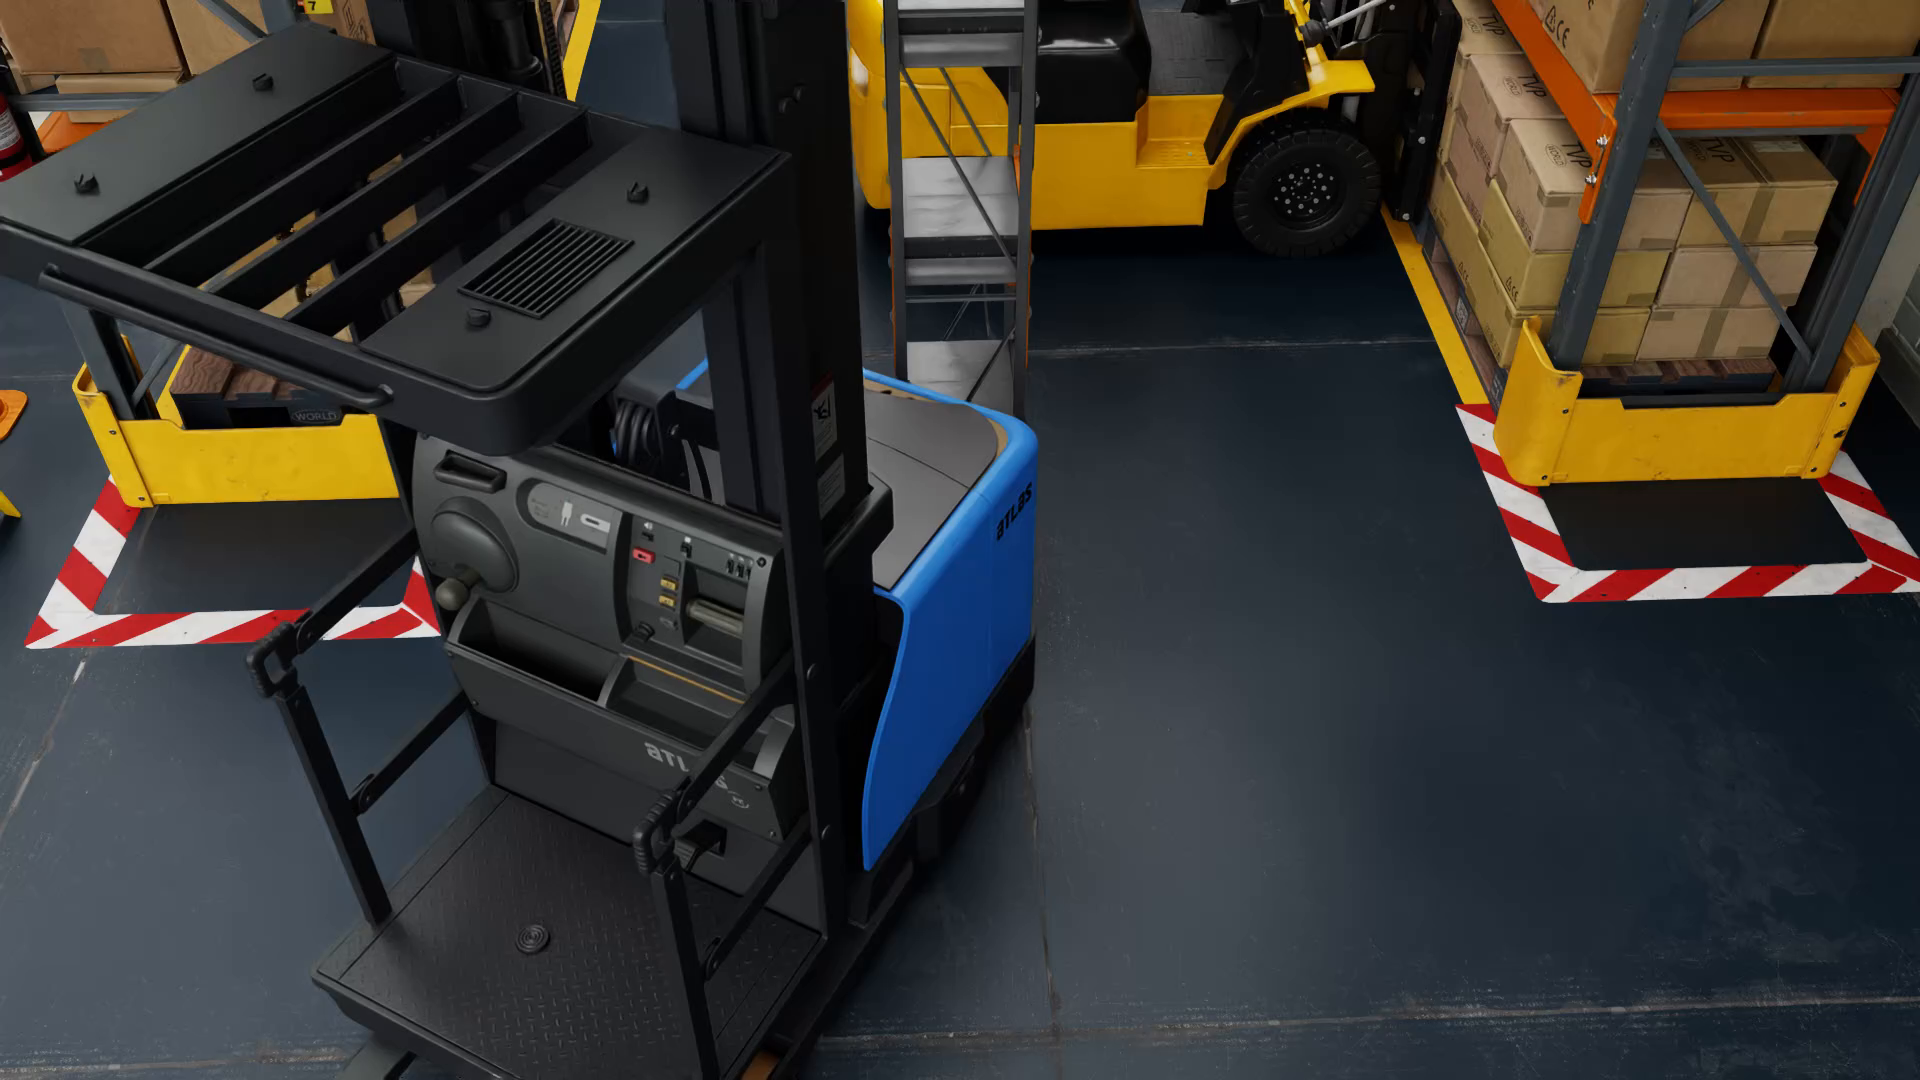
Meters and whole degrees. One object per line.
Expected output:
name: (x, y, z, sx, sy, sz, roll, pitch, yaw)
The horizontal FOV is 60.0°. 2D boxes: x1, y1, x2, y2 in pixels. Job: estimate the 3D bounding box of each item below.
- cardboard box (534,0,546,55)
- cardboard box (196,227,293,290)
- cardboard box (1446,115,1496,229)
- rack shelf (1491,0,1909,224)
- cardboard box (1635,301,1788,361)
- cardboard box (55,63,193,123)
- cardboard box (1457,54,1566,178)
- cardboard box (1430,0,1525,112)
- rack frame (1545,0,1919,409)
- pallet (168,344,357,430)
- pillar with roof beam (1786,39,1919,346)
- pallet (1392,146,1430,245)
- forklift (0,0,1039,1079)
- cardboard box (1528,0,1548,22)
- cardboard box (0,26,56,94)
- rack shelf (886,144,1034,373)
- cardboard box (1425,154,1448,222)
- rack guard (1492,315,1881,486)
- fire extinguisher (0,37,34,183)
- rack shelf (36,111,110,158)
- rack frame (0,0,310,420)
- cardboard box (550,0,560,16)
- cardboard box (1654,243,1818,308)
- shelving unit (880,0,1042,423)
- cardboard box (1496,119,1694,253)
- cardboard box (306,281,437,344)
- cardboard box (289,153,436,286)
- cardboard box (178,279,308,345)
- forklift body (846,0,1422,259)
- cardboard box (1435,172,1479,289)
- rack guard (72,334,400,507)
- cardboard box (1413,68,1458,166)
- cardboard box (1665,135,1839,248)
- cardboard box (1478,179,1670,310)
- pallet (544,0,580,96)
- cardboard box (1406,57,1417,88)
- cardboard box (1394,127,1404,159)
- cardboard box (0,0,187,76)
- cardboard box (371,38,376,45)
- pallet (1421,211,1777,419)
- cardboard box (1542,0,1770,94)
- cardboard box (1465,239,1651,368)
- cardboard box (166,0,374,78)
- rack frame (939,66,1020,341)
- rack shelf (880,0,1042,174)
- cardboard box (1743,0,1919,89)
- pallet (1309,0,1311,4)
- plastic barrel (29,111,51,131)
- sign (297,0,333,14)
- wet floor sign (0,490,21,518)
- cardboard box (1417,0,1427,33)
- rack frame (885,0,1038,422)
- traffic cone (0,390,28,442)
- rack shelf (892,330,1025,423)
cardboard box: (-2.239, -2.392, 7.864, 0.500, 0.250, 0.500, -3, 43, -3)
cardboard box: (-2.690, -1.252, 6.065, 0.500, 0.500, 0.500, -1, 43, -2)
cardboard box: (2.220, -1.430, 6.445, 0.500, 0.250, 0.500, -2, 43, -2)
rack shelf: (2.479, -2.531, 6.824, 1.077, 0.370, 4.000, -2, 43, -2)
cardboard box: (2.738, -0.925, 6.263, 0.500, 0.250, 0.500, -1, 43, -2)
cardboard box: (-2.625, -1.455, 5.303, 0.380, 0.149, 0.250, 0, 43, 0)
cardboard box: (2.205, -1.603, 6.263, 0.500, 0.250, 0.500, -1, 43, -1)
cardboard box: (2.174, -1.943, 6.634, 0.500, 0.250, 0.500, -1, 43, -1)
rack frame: (2.564, -1.446, 5.108, 1.000, 3.000, 0.127, -2, 43, -2)
pallet: (-2.398, -0.874, 6.547, 1.003, 0.211, 1.213, -2, 43, -2)
pillar with roof beam: (-0.866, -4.030, 3.487, 9.100, 9.000, 0.400, -2, 43, -2)
pallet: (2.441, -1.755, 7.508, 1.003, 0.211, 1.213, -2, 43, -2)
forklift: (-0.900, 0.127, 3.442, 1.130, 2.935, 3.031, 19, 46, 20)
cardboard box: (2.268, -2.158, 5.811, 0.500, 0.500, 0.500, 0, 43, 0)
cardboard box: (-4.675, -2.382, 8.152, 0.258, 0.266, 0.396, -32, 51, -30)
rack shelf: (-0.007, -0.876, 5.172, 0.431, 0.518, 0.480, -2, 43, -2)
cardboard box: (2.204, -1.570, 6.967, 0.500, 0.250, 0.500, -1, 43, -1)
rack guard: (2.565, -0.509, 5.935, 1.175, 0.500, 0.348, -2, 43, -2)
fire extinguisher: (-2.851, -1.182, 4.877, 0.296, 0.674, 0.183, -2, 43, -2)
rack shelf: (-2.480, -2.386, 6.666, 1.077, 0.370, 4.000, -2, 43, -2)
rack frame: (-2.395, -1.301, 4.950, 1.000, 3.000, 0.127, -2, 43, -2)
cardboard box: (-2.272, -2.751, 8.256, 0.500, 0.250, 0.500, 0, 43, 0)
cardboard box: (2.751, -1.095, 6.079, 0.500, 0.250, 0.500, -1, 43, -1)
shelving unit: (-0.007, -0.886, 5.162, 0.431, 2.100, 0.503, -2, 43, -2)
cardboard box: (2.233, -1.258, 5.887, 0.500, 0.250, 0.500, 0, 43, 0)
cardboard box: (-2.153, -0.995, 6.340, 0.500, 0.250, 0.500, -2, 43, -2)
cardboard box: (-2.155, -1.287, 6.104, 0.500, 0.500, 0.500, -3, 43, -3)
cardboard box: (-2.699, -0.997, 6.342, 0.500, 0.250, 0.500, -2, 43, -2)
forklift body: (0.661, -2.361, 6.734, 2.313, 2.155, 1.214, -2, 43, -2)
cardboard box: (2.217, -1.232, 6.598, 0.500, 0.250, 0.500, -2, 43, -2)
rack guard: (-2.399, -0.431, 5.850, 1.175, 0.500, 0.348, -2, 43, -2)
cardboard box: (2.177, -1.778, 6.824, 0.500, 0.250, 0.500, -3, 43, -3)
cardboard box: (2.732, -1.286, 5.917, 0.500, 0.250, 0.500, -2, 43, -2)
cardboard box: (2.231, -1.091, 6.075, 0.500, 0.250, 0.500, -2, 43, -2)
pallet: (-2.501, -2.521, 8.345, 1.003, 0.211, 1.213, -2, 43, -2)
cardboard box: (2.160, -2.116, 7.193, 0.500, 0.250, 0.500, -2, 43, -2)
cardboard box: (2.160, -1.920, 7.348, 0.500, 0.250, 0.500, 0, 43, 0)
cardboard box: (-2.694, -1.806, 5.207, 0.500, 0.500, 0.500, -2, 43, -3)
cardboard box: (-2.158, -1.795, 5.675, 0.380, 0.149, 0.250, -3, 43, -3)
pallet: (2.489, -0.933, 6.612, 1.003, 0.211, 1.213, -2, 43, -2)
cardboard box: (2.280, -1.808, 5.428, 0.500, 0.500, 0.500, -3, 43, -3)
cardboard box: (2.228, -0.896, 6.231, 0.500, 0.250, 0.500, -1, 43, -1)
cardboard box: (-2.138, -1.776, 5.173, 0.500, 0.500, 0.500, -2, 43, -2)
rack frame: (-0.017, -1.051, 5.342, 0.400, 2.100, 0.015, -2, 43, -2)
rack shelf: (-0.007, -1.392, 4.699, 0.431, 0.518, 0.480, -2, 43, -2)
cardboard box: (2.820, -1.826, 5.448, 0.500, 0.500, 0.500, 0, 43, 0)
pallet: (2.386, -2.581, 8.409, 1.003, 0.211, 1.213, -2, 43, -2)
plastic barrel: (-3.996, -1.703, 7.294, 0.512, 0.421, 0.421, 27, 49, 27)
sign: (-1.853, -1.636, 4.674, 0.100, 0.325, 0.005, -2, 43, -2)
wet floor sign: (-3.456, -0.274, 5.572, 0.267, 0.644, 0.232, 12, 44, 13)
cardboard box: (2.160, -2.285, 7.007, 0.500, 0.250, 0.500, -2, 43, -3)
rack frame: (0.003, -0.721, 4.983, 0.400, 2.100, 0.015, -2, 43, -2)
traffic cone: (-3.702, -0.619, 6.083, 0.336, 0.463, 0.334, -2, 43, -2)
rack shelf: (-0.007, -0.360, 5.645, 0.431, 0.518, 0.480, -2, 43, -2)
